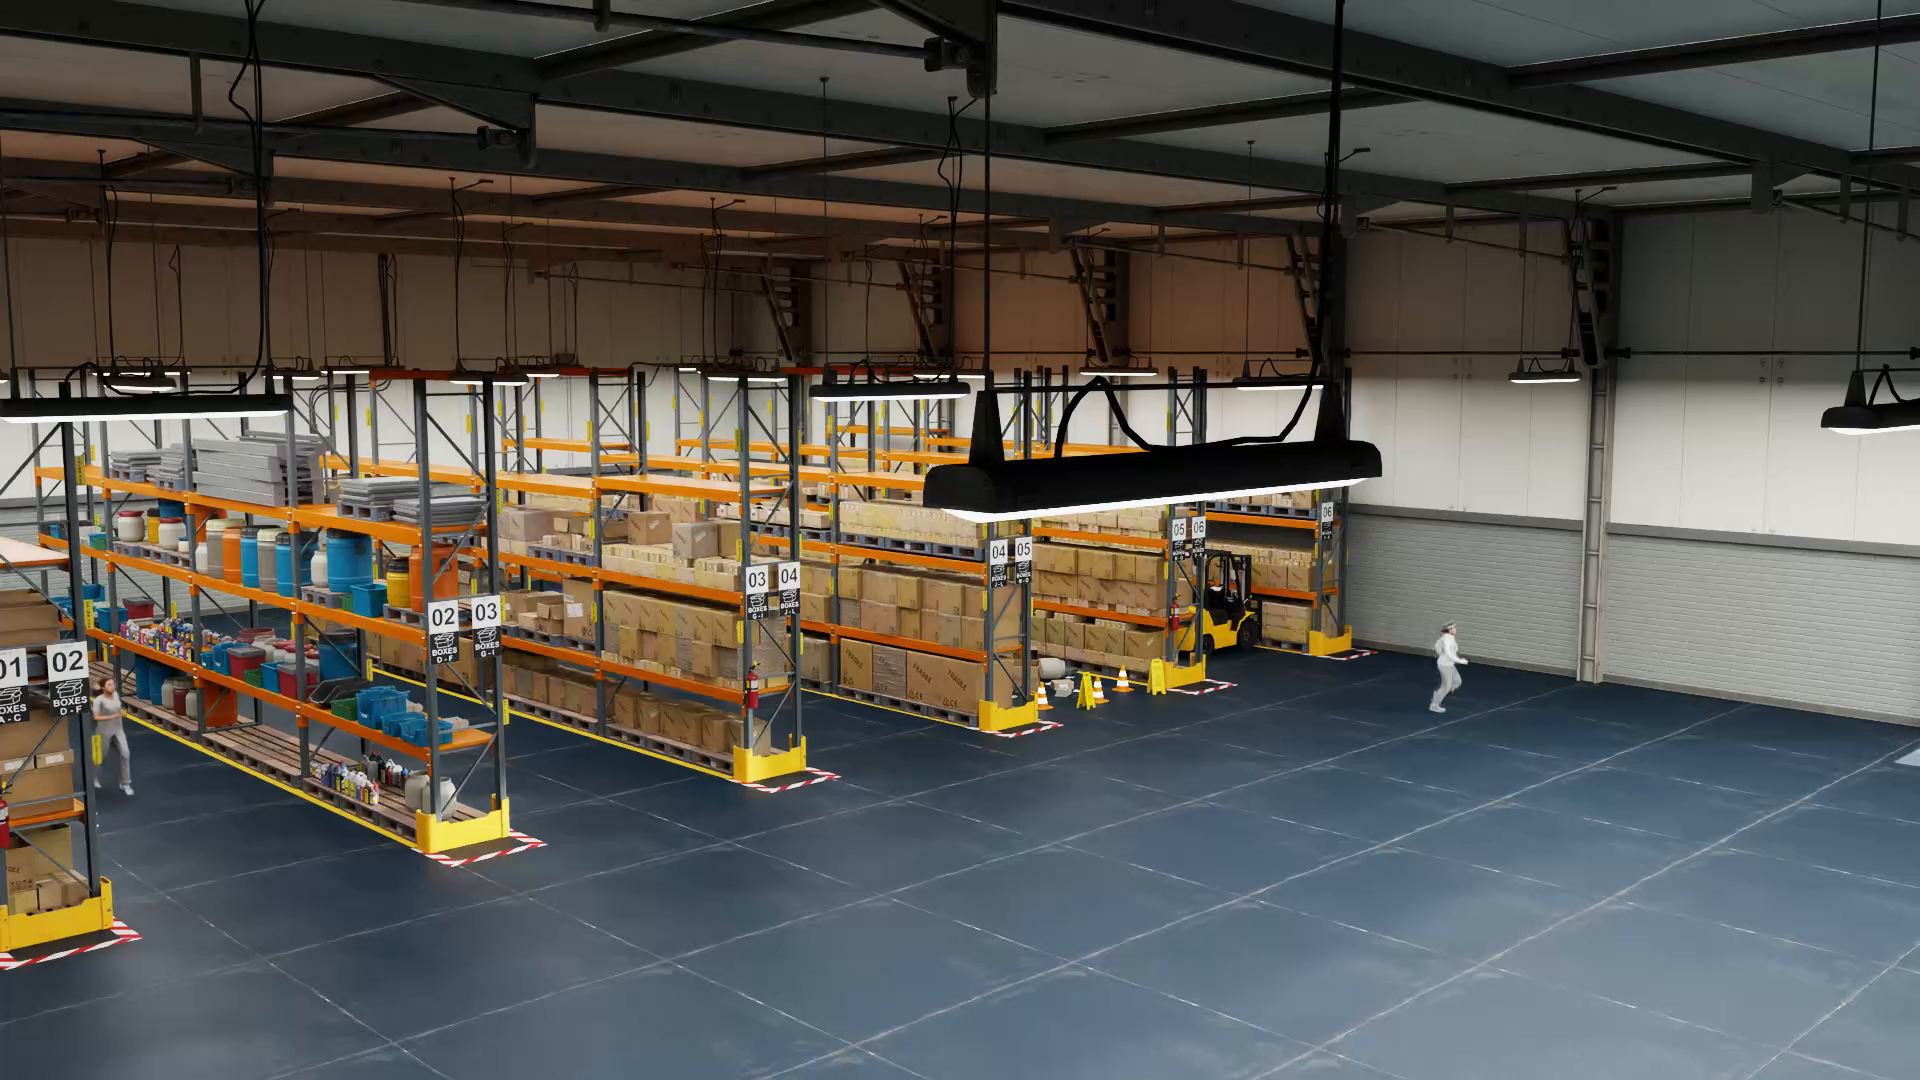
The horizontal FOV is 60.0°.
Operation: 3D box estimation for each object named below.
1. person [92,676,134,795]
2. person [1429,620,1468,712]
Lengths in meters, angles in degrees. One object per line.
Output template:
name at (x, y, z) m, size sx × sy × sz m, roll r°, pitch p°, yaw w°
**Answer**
person at (-12.240, 2.789, 23.887) m, size 0.909 × 1.694 × 0.543 m, roll 4°, pitch 7°, yaw 28°
person at (8.610, 2.210, 29.270) m, size 0.633 × 1.646 × 0.592 m, roll 2°, pitch 7°, yaw 14°
